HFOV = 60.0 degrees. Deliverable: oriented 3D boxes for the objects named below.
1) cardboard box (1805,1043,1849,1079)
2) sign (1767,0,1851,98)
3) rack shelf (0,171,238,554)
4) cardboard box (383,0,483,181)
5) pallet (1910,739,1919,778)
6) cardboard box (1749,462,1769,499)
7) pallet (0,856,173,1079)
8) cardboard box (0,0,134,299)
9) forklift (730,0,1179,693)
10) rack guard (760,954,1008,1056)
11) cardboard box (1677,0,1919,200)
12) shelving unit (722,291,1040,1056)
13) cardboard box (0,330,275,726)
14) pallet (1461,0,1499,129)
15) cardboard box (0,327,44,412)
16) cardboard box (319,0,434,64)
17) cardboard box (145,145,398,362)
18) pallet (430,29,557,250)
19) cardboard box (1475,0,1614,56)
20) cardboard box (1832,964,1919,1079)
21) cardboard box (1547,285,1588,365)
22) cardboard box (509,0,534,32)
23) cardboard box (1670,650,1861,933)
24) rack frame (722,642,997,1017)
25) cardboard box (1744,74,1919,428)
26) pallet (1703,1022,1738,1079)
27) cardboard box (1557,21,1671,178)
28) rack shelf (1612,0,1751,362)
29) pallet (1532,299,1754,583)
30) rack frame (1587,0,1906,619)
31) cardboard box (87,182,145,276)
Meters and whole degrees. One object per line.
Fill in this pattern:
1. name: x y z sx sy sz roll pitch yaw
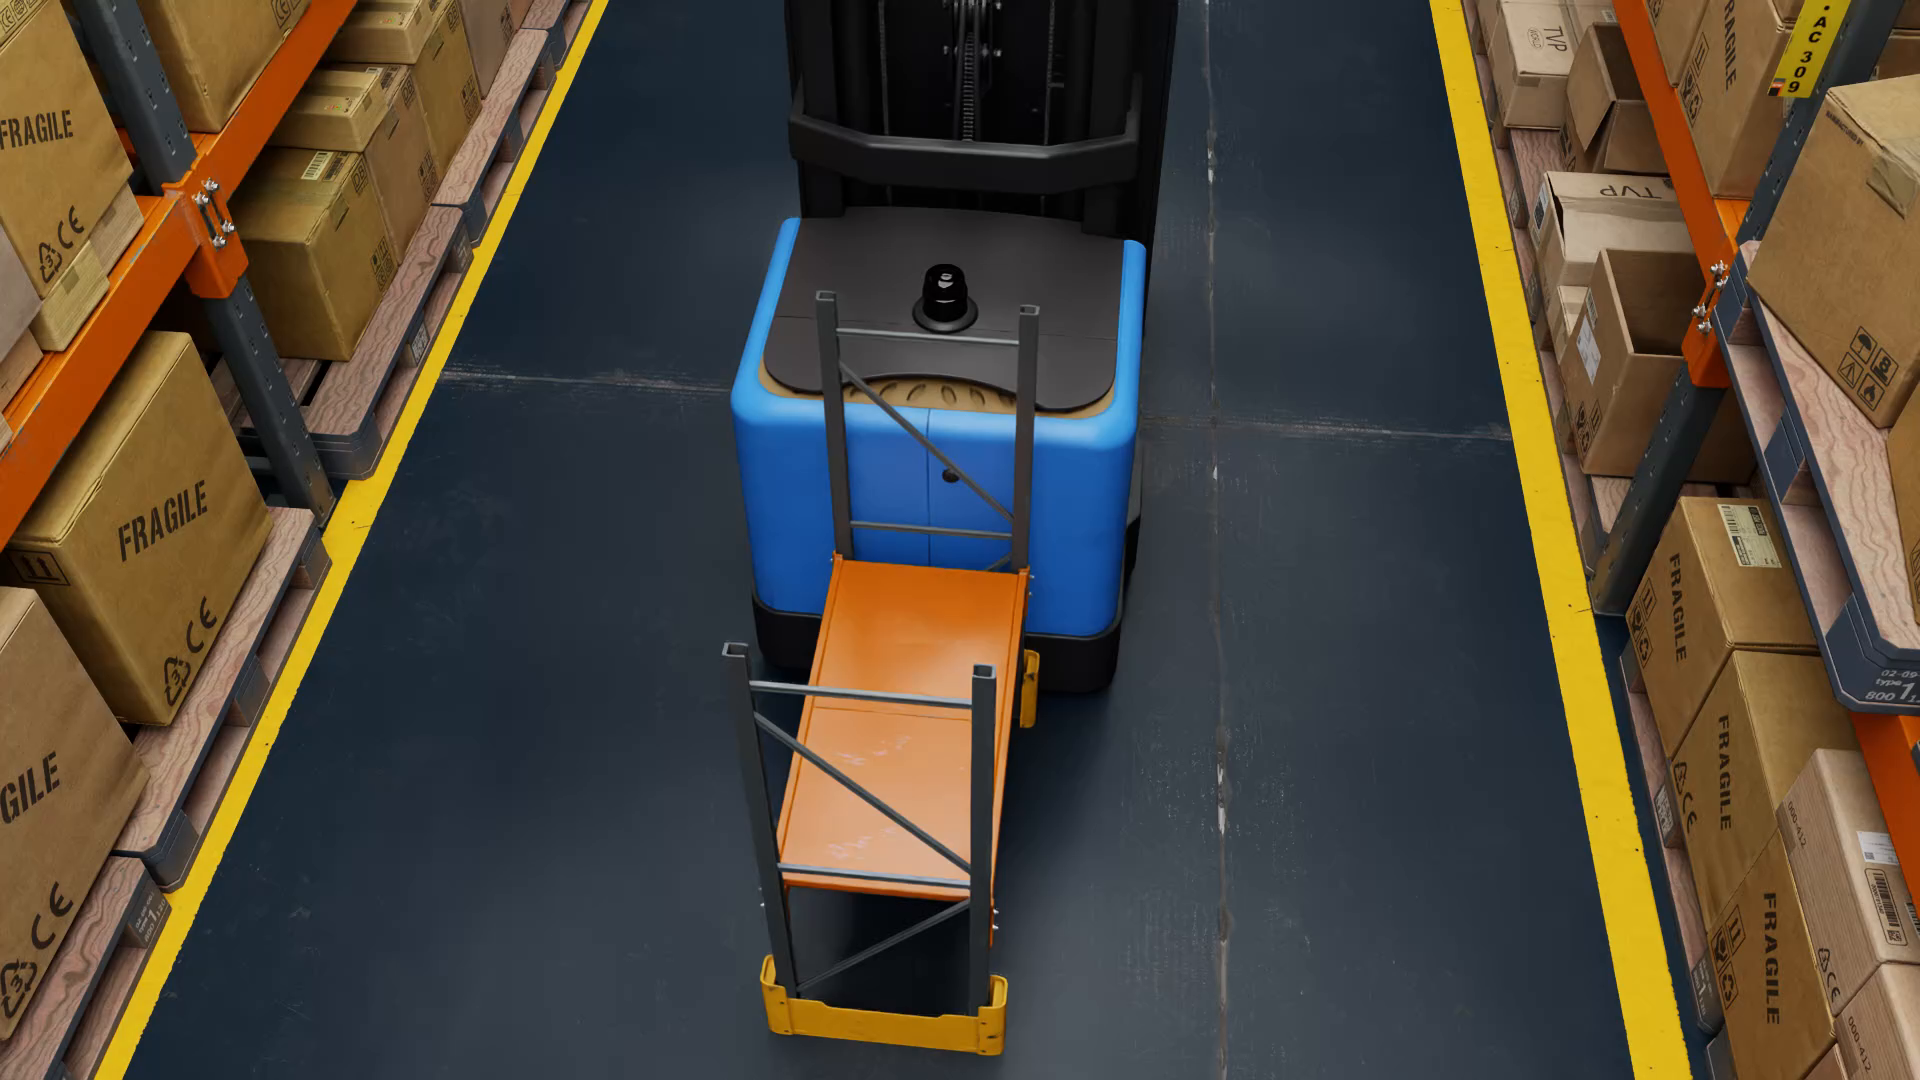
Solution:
1. cardboard box: 1.998 1.372 3.358 0.500 0.500 0.500 2 48 2
2. sign: 1.881 -1.116 3.651 0.100 0.325 0.005 4 48 4
3. rack shelf: -2.693 0.589 3.166 1.077 0.370 4.000 4 48 4
4. cardboard box: -2.243 -1.710 6.191 0.700 0.500 0.500 5 48 4
5. pallet: 2.230 0.782 2.632 1.003 0.211 1.213 4 48 4
6. cardboard box: 2.676 -0.328 5.041 0.500 0.311 0.500 4 48 4
7. pallet: -2.615 1.289 3.928 1.003 0.211 1.213 4 48 4
8. cardboard box: -2.302 -0.908 3.765 0.500 0.500 0.500 3 48 3
9. forklift: 0.083 -1.648 4.771 1.130 2.935 3.031 5 48 4
10. rack guard: -0.181 1.132 4.045 0.587 0.250 0.087 5 48 4
11. cardboard box: 2.212 -1.211 4.257 0.500 0.500 0.500 5 48 4
12. shelving unit: -0.127 0.345 3.918 0.587 1.500 1.083 5 48 4
13. cardboard box: -2.441 -0.053 4.438 0.750 0.750 0.750 4 48 4
14. pallet: 2.708 -2.149 7.073 1.003 0.211 1.213 4 48 4
15. cardboard box: -2.328 -0.404 3.743 0.380 0.149 0.250 5 48 5
16. cardboard box: -2.080 -1.806 5.839 0.380 0.149 0.250 3 48 2
17. cardboard box: -2.341 -0.964 5.508 0.700 0.500 0.500 4 48 4
18. pallet: -2.255 -1.635 6.602 1.003 0.211 1.213 4 48 4
19. cardboard box: 2.409 -2.205 6.799 0.500 0.250 0.500 4 48 4
20. cardboard box: 1.999 1.092 3.106 0.500 0.250 0.500 3 48 3
21. cardboard box: 2.166 -0.697 5.488 0.380 0.149 0.250 4 48 4
22. cardboard box: -2.156 -2.472 6.888 0.700 0.500 0.500 4 48 3
23. cardboard box: 2.098 0.634 4.033 0.500 0.500 0.500 4 48 4
24. rack frame: -0.183 0.724 3.571 0.500 1.500 0.032 5 48 4
25. cardboard box: 2.156 -0.635 3.446 0.700 0.500 0.500 -11 48 -10
26. pallet: 2.277 1.647 3.600 1.003 0.211 1.213 4 48 4
27. cardboard box: 2.588 -1.480 5.964 0.797 0.503 0.637 4 48 4
28. rack shelf: 2.605 -2.020 5.552 1.077 0.370 4.000 4 48 4
29. pallet: 2.486 -0.356 5.433 1.003 0.211 1.213 4 48 4
30. rack frame: 2.422 -0.793 3.943 1.000 3.000 0.127 4 48 4
31. cardboard box: -2.260 -0.778 4.085 0.380 0.149 0.250 4 48 4
